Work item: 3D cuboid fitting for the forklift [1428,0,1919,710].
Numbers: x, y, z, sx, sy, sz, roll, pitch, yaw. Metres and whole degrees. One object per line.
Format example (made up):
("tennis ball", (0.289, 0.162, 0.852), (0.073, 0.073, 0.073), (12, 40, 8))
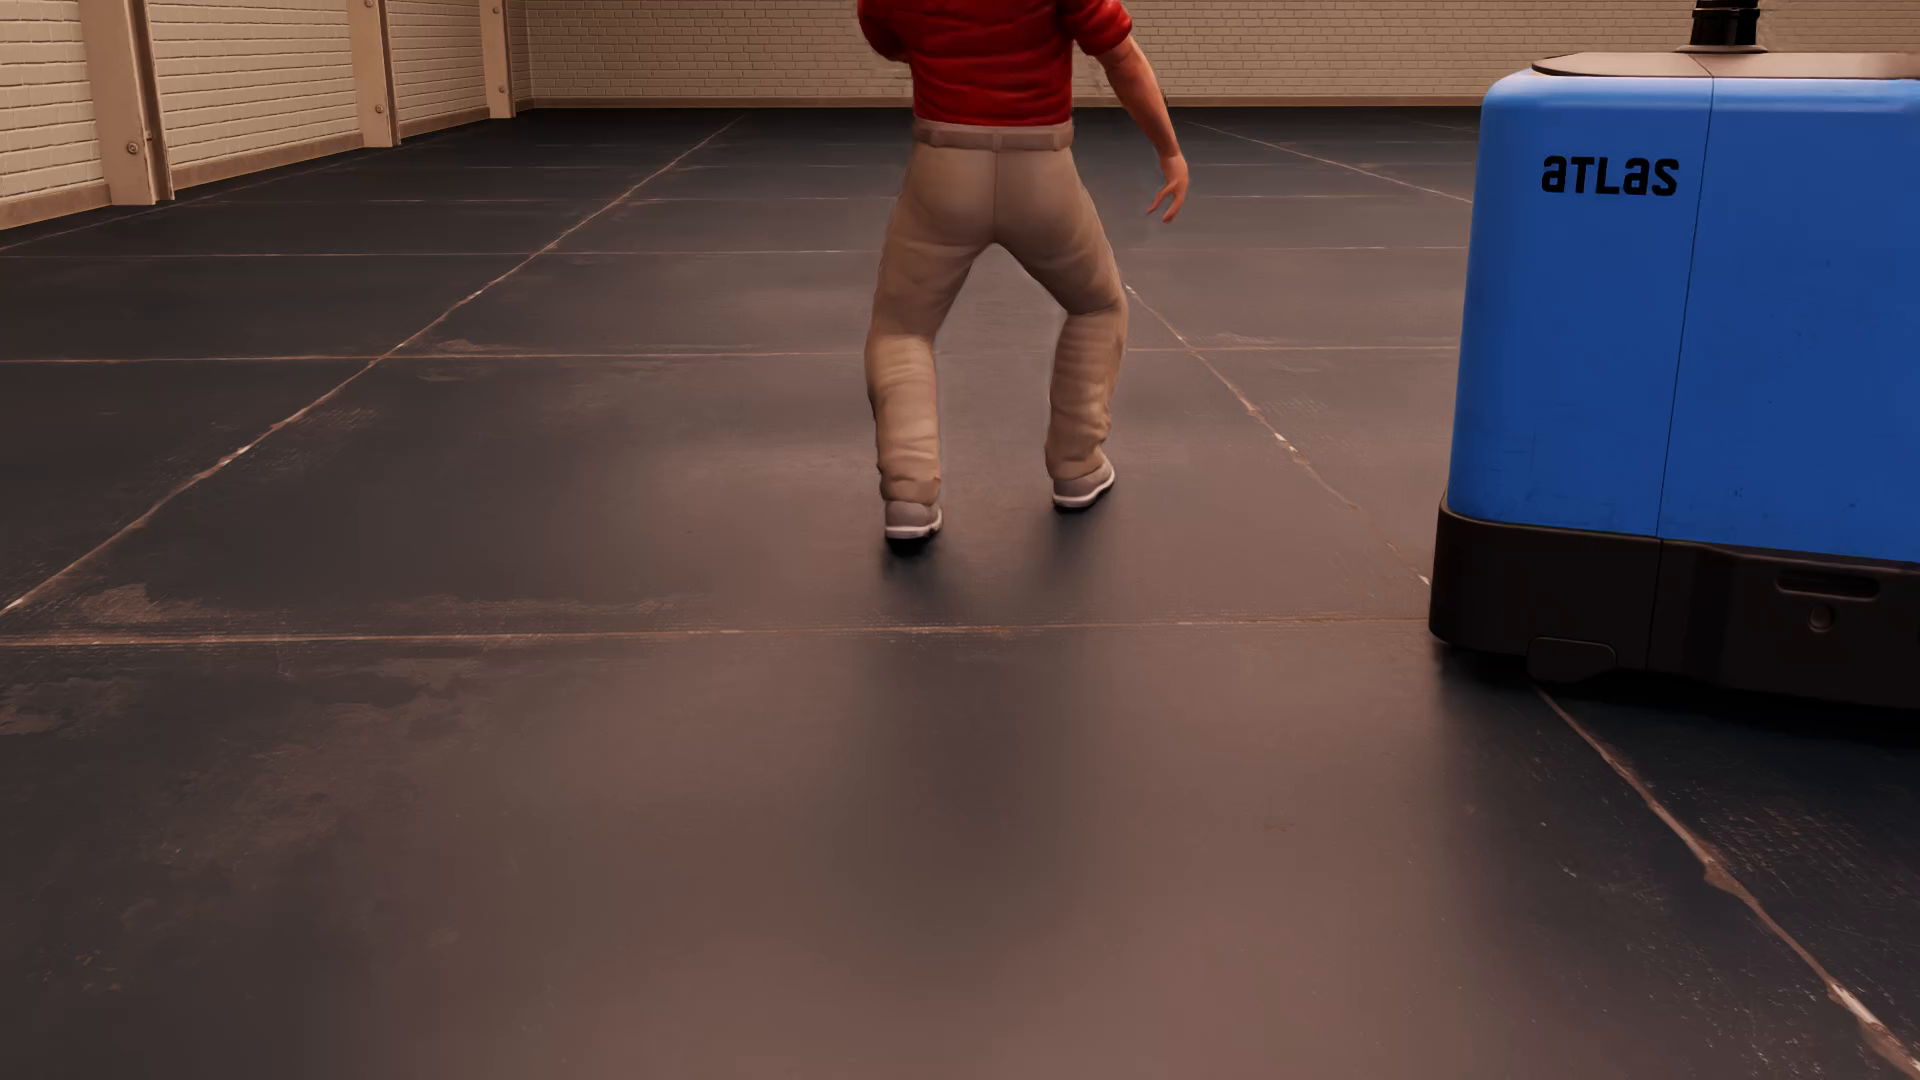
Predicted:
("forklift", (2.451, -1.127, 2.591), (3.031, 2.935, 1.130), (6, 18, 20))

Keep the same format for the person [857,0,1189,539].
("person", (0.150, -0.859, 3.971), (0.773, 1.605, 0.851), (-1, 17, -2))
